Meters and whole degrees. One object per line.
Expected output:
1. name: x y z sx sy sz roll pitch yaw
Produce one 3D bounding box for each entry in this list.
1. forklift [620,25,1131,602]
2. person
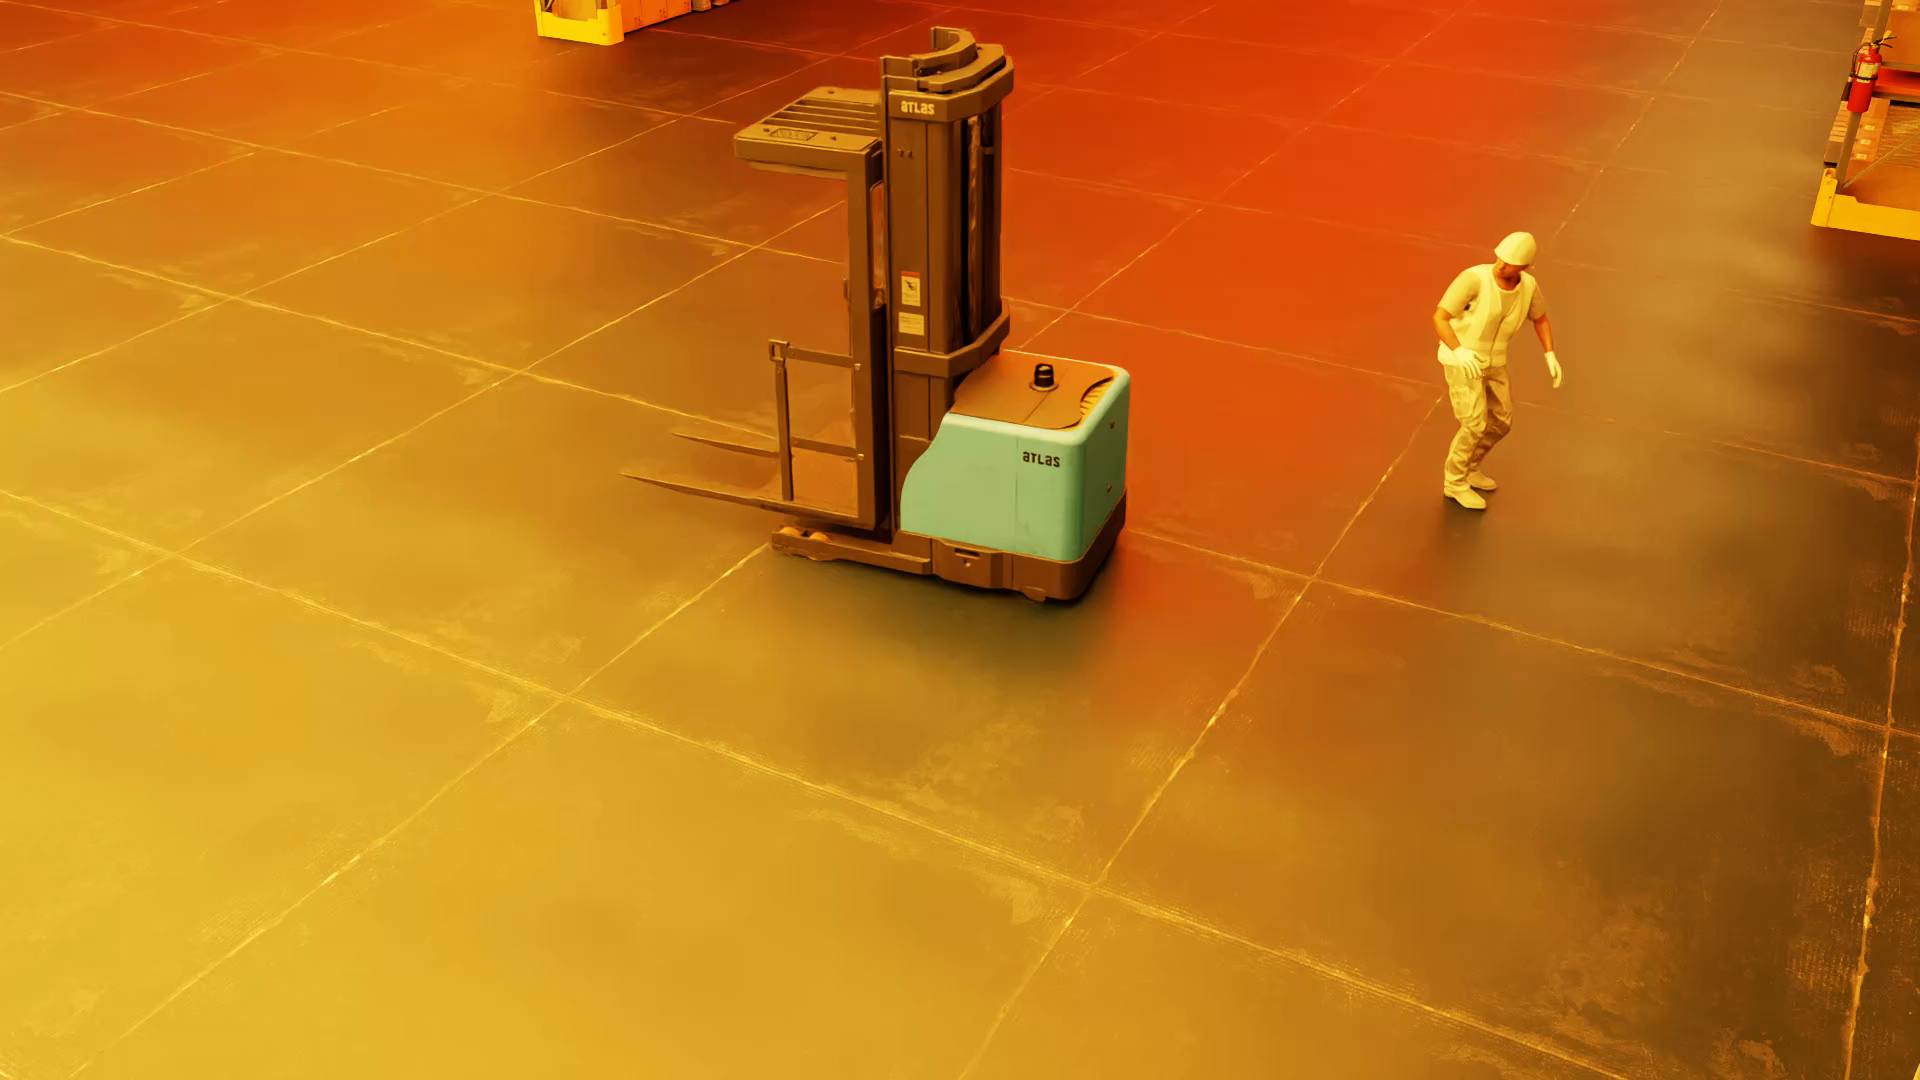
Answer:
1. forklift: -0.575 -1.376 9.454 3.031 2.935 1.130 11 32 18
2. person: 3.236 -1.055 10.131 0.795 1.724 0.533 -13 33 -22
